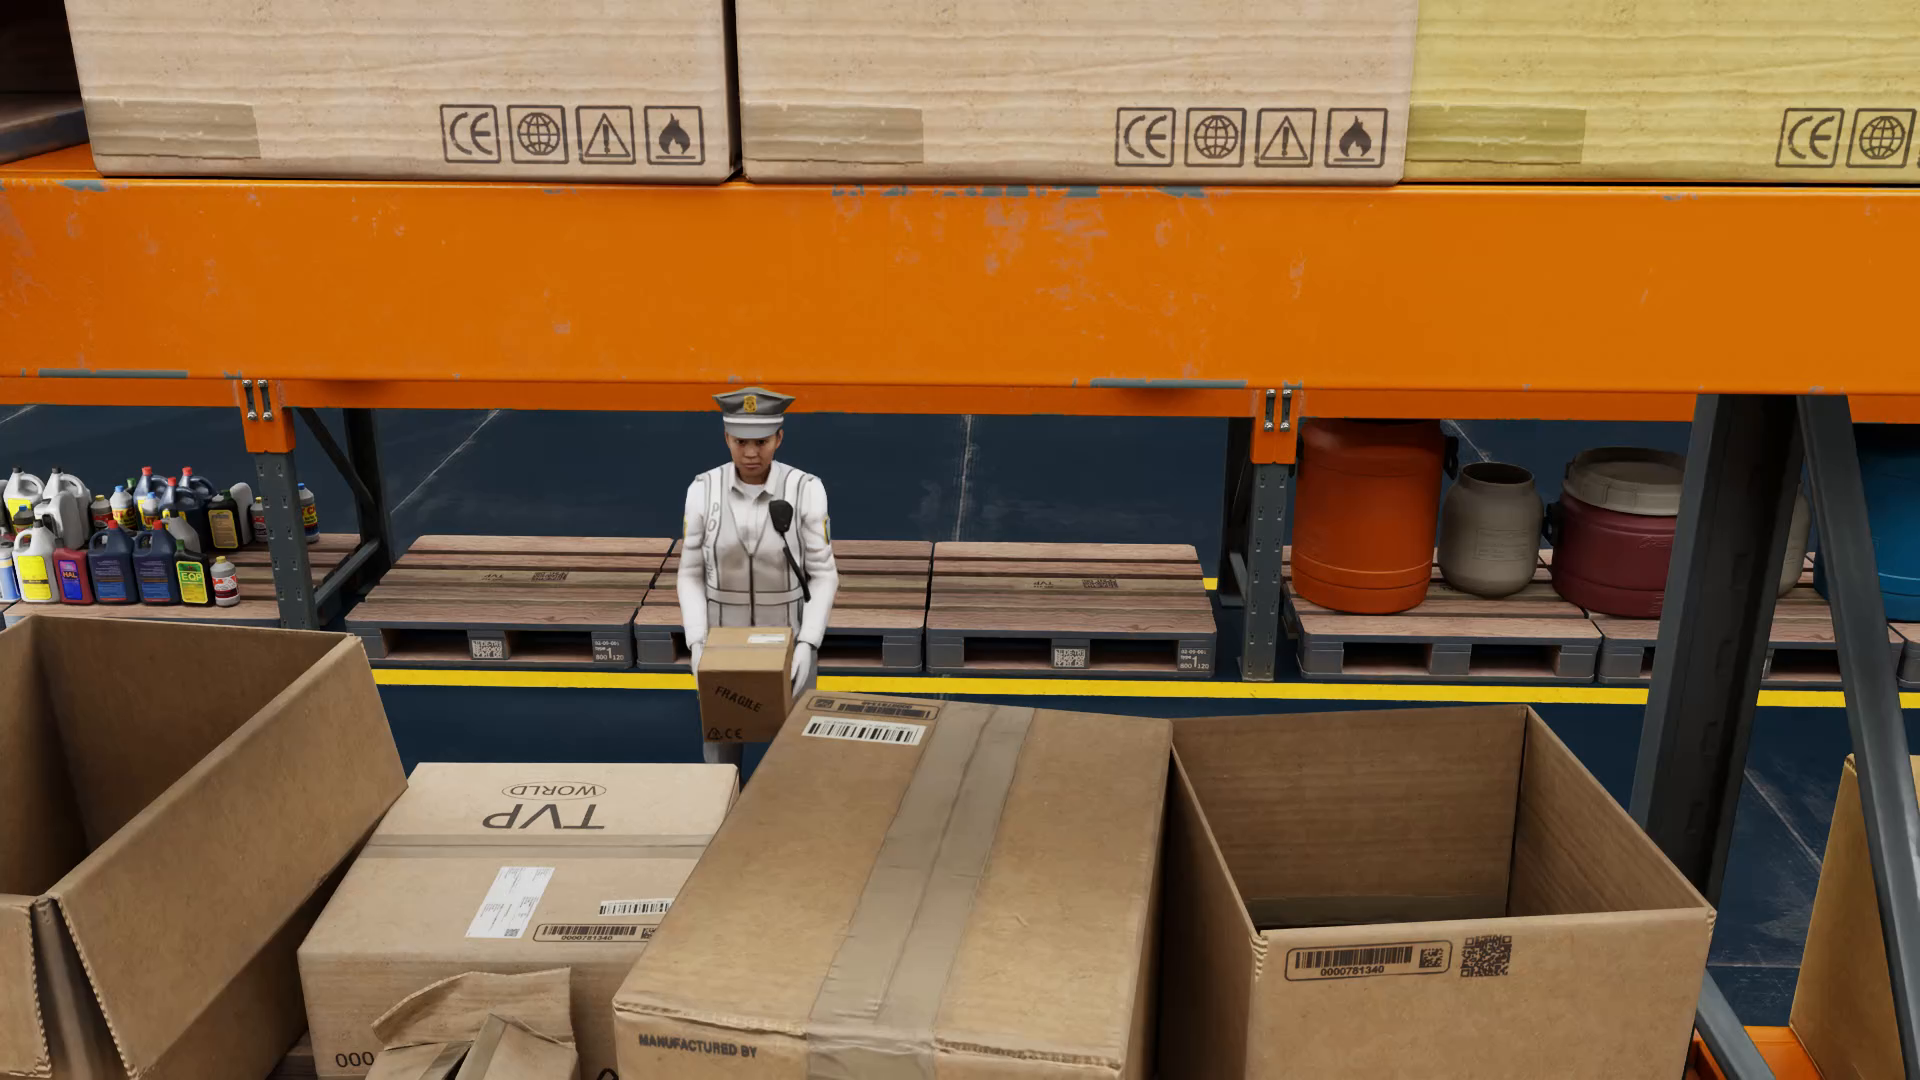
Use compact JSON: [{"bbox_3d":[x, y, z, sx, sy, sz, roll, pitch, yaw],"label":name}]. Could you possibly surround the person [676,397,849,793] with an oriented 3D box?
[{"bbox_3d":[-0.612,0.353,5.152,0.536,1.663,0.405,0,21,1],"label":"person"}]
